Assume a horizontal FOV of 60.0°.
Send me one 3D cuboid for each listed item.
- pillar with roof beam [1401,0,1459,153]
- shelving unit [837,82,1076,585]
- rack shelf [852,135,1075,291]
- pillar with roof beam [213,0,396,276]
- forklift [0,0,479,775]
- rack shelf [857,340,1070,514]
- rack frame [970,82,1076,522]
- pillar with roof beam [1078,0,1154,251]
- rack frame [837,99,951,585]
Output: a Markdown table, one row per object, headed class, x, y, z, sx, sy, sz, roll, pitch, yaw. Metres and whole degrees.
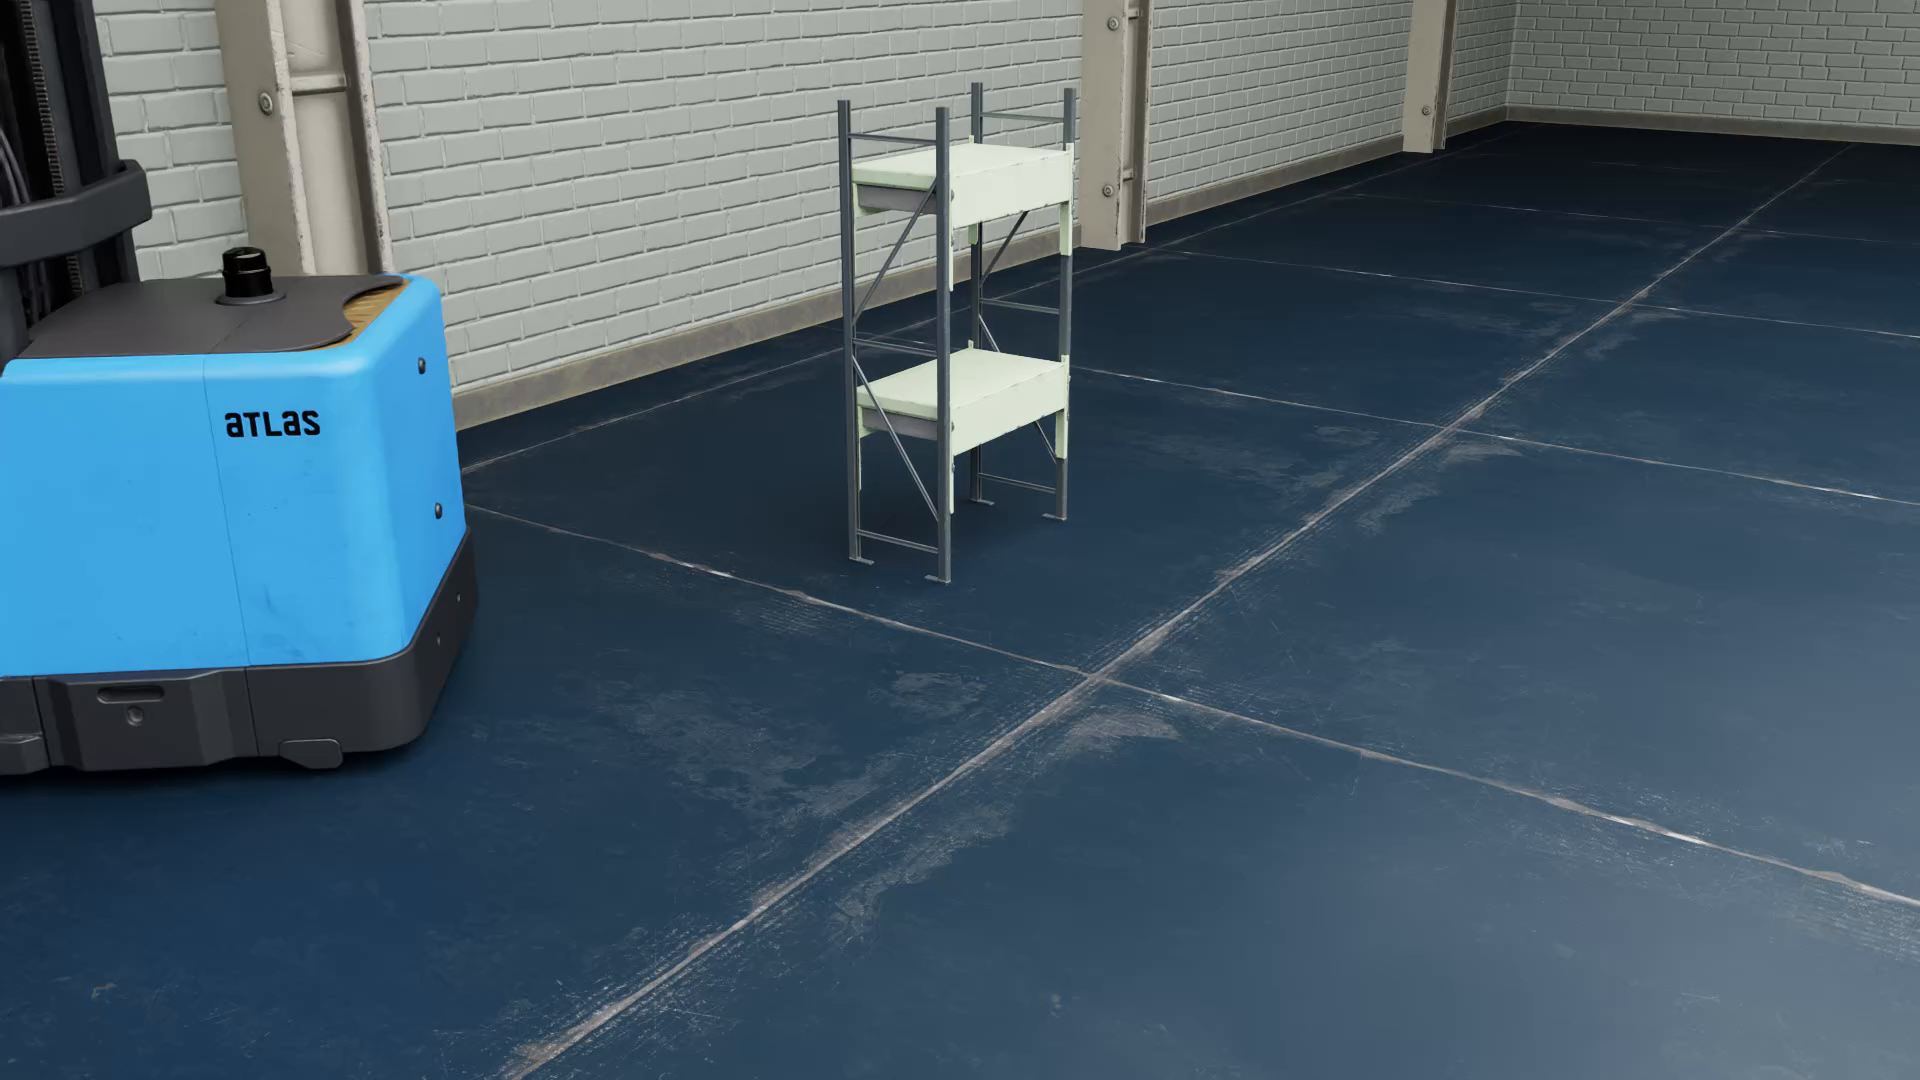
| class | x | y | z | sx | sy | sz | roll | pitch | yaw |
| --- | --- | --- | --- | --- | --- | --- | --- | --- | --- |
| pillar with roof beam | 7.943 | -7.083 | 11.944 | 9.100 | 9.000 | 0.400 | 13 | 24 | 32 |
| shelving unit | 0.004 | -0.705 | 5.510 | 0.431 | 1.500 | 0.755 | 13 | 24 | 32 |
| rack shelf | 0.004 | -1.071 | 5.375 | 0.431 | 0.370 | 0.720 | 13 | 24 | 32 |
| pillar with roof beam | 1.197 | -3.640 | 2.635 | 9.100 | 9.000 | 0.400 | 13 | 24 | 32 |
| forklift | -2.917 | -0.910 | 4.001 | 3.031 | 2.935 | 1.130 | -2 | 20 | -6 |
| rack shelf | 0.004 | -0.400 | 5.623 | 0.431 | 0.370 | 0.720 | 13 | 24 | 32 |
| rack frame | 0.209 | -0.810 | 5.794 | 0.400 | 1.500 | 0.023 | 13 | 24 | 32 |
| pillar with roof beam | 4.570 | -5.362 | 7.290 | 9.100 | 9.000 | 0.400 | 13 | 24 | 32 |
| rack frame | -0.202 | -0.600 | 5.226 | 0.400 | 1.500 | 0.023 | 13 | 24 | 32 |
